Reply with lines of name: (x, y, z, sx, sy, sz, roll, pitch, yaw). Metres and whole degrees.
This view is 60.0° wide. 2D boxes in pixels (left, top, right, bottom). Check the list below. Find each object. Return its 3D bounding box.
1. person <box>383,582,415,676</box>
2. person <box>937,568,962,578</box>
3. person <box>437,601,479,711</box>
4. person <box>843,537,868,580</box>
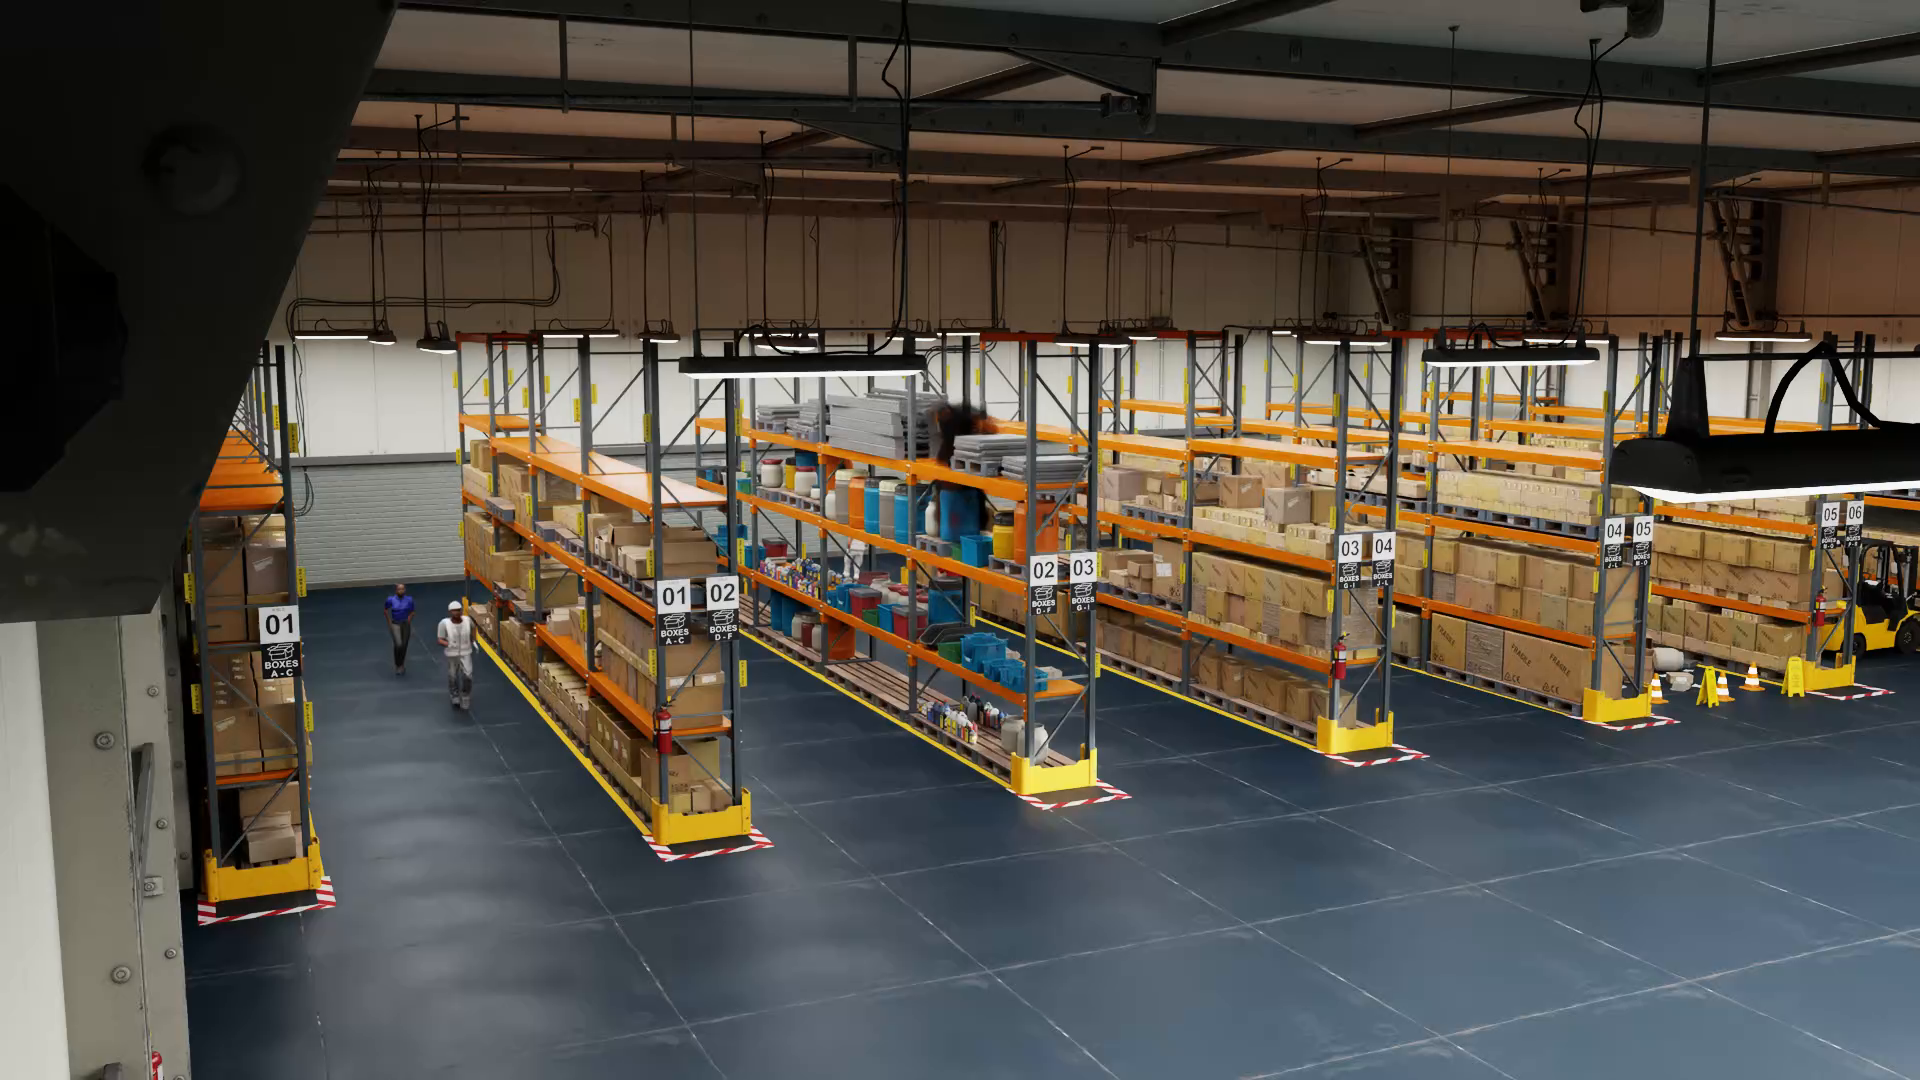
person: (-9.910, 1.577, 29.470, 0.487, 1.657, 0.790, -5, 9, -32)
person: (-0.057, 1.017, 33.175, 0.645, 1.699, 0.648, -4, 9, -26)
person: (-8.042, 1.862, 26.693, 0.653, 1.784, 0.797, -3, 8, -23)
person: (-2.433, 0.286, 38.591, 0.729, 1.810, 0.445, -4, 8, -25)
